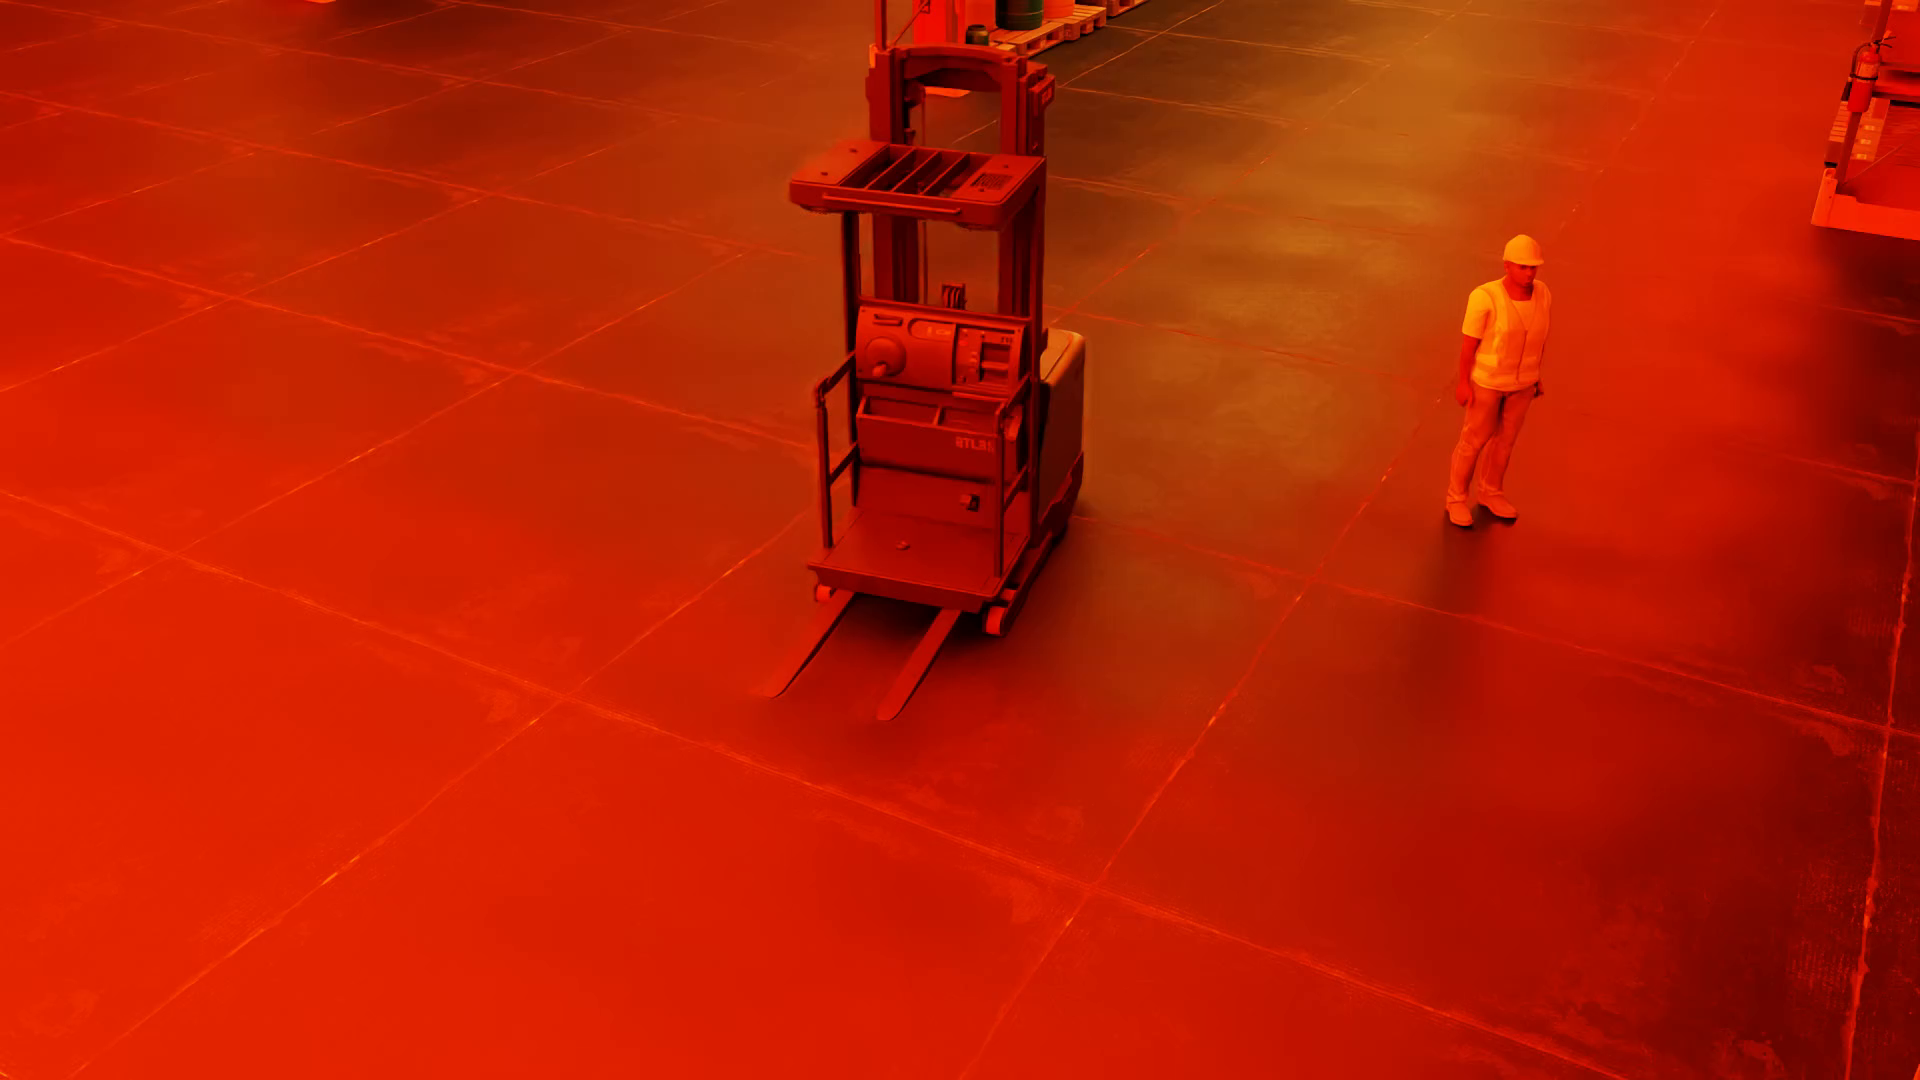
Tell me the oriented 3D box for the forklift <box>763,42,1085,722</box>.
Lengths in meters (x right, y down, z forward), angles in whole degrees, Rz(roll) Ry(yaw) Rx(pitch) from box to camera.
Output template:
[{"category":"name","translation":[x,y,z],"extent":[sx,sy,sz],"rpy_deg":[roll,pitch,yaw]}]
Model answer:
[{"category":"forklift","translation":[-0.180,-0.970,8.752],"extent":[1.130,2.935,3.031],"rpy_deg":[9,31,16]}]

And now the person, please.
[{"category":"person","translation":[3.222,-0.943,9.869],"extent":[0.564,1.771,0.370],"rpy_deg":[-8,31,-14]}]
